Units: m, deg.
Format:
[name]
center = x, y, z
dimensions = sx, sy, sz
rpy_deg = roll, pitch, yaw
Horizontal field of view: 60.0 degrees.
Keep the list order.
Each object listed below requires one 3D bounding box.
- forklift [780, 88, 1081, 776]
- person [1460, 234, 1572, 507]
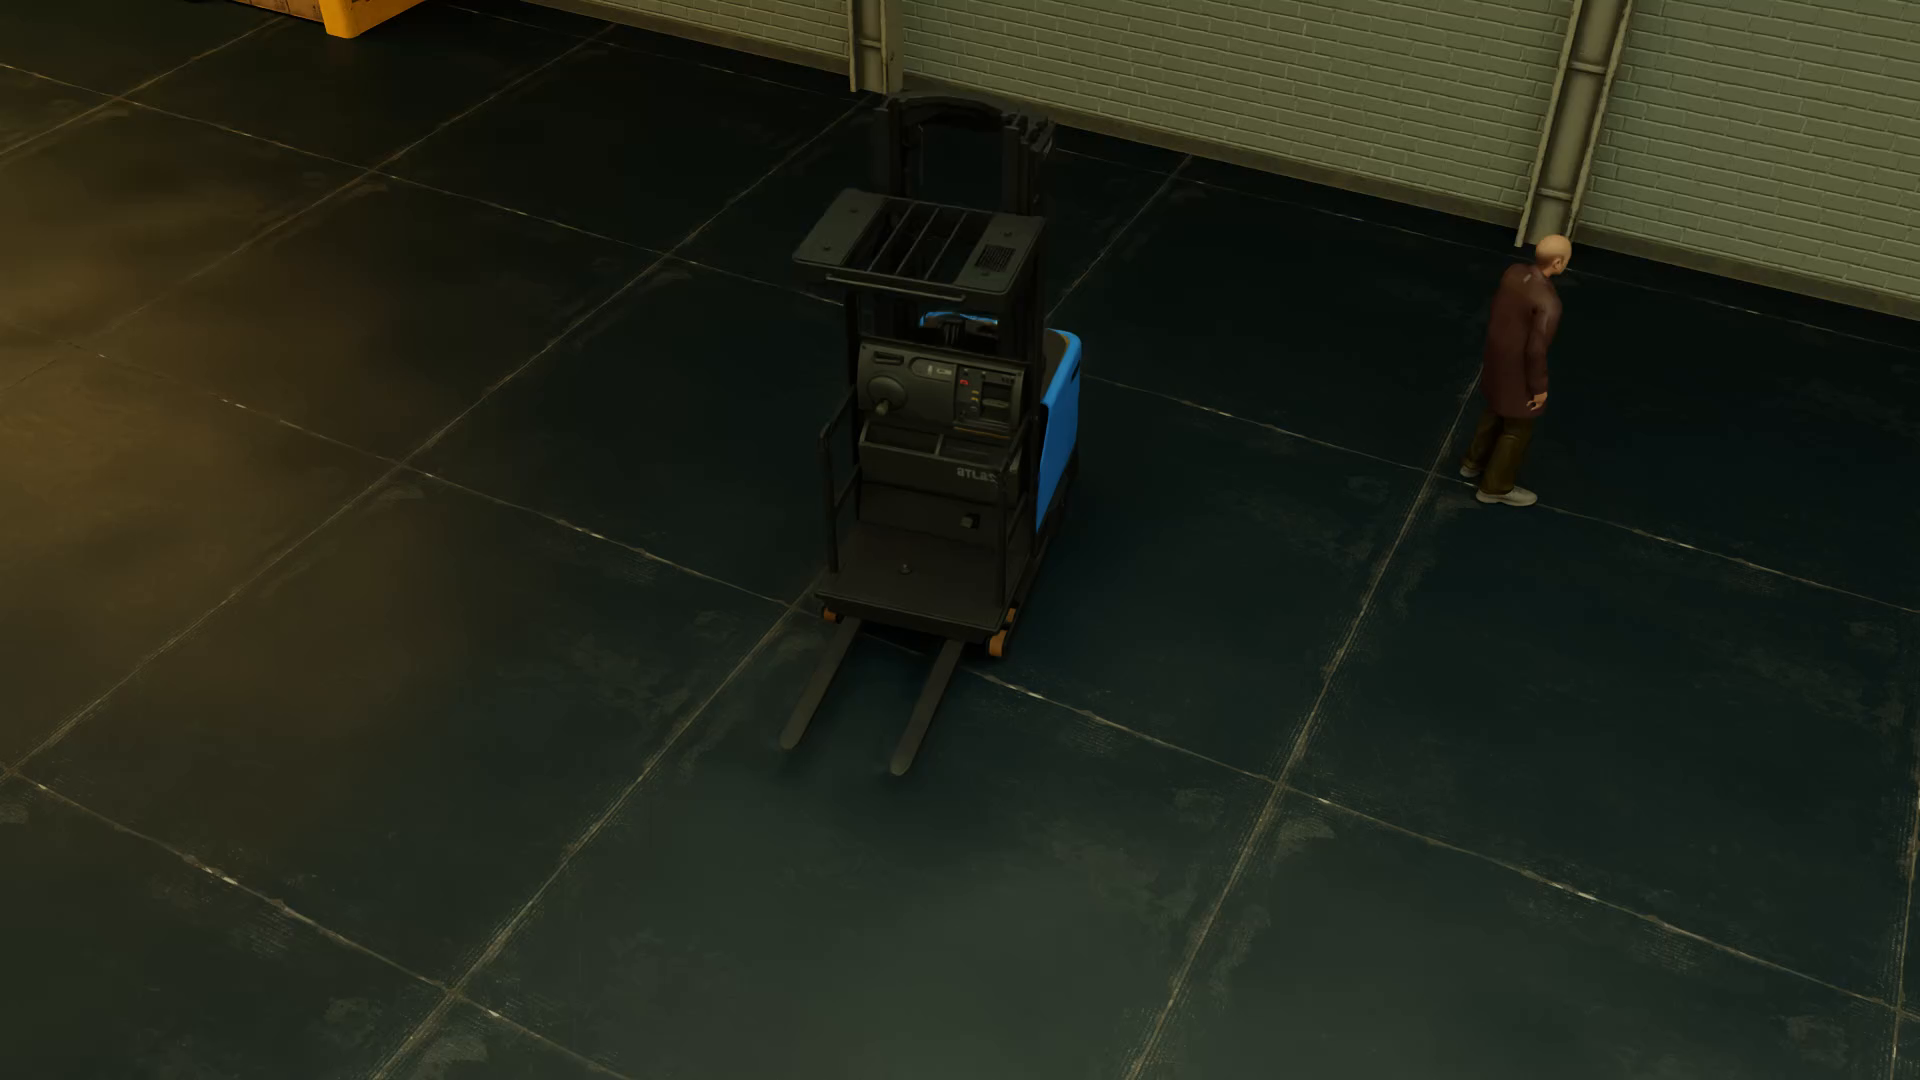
[forklift]
center = -0.171, -0.741, 8.867
dimensions = 1.130, 2.935, 3.031
rpy_deg = 11, 41, 13
[person]
center = 3.403, -1.054, 10.138
dimensions = 0.435, 1.772, 0.643
rpy_deg = -7, 41, -8
